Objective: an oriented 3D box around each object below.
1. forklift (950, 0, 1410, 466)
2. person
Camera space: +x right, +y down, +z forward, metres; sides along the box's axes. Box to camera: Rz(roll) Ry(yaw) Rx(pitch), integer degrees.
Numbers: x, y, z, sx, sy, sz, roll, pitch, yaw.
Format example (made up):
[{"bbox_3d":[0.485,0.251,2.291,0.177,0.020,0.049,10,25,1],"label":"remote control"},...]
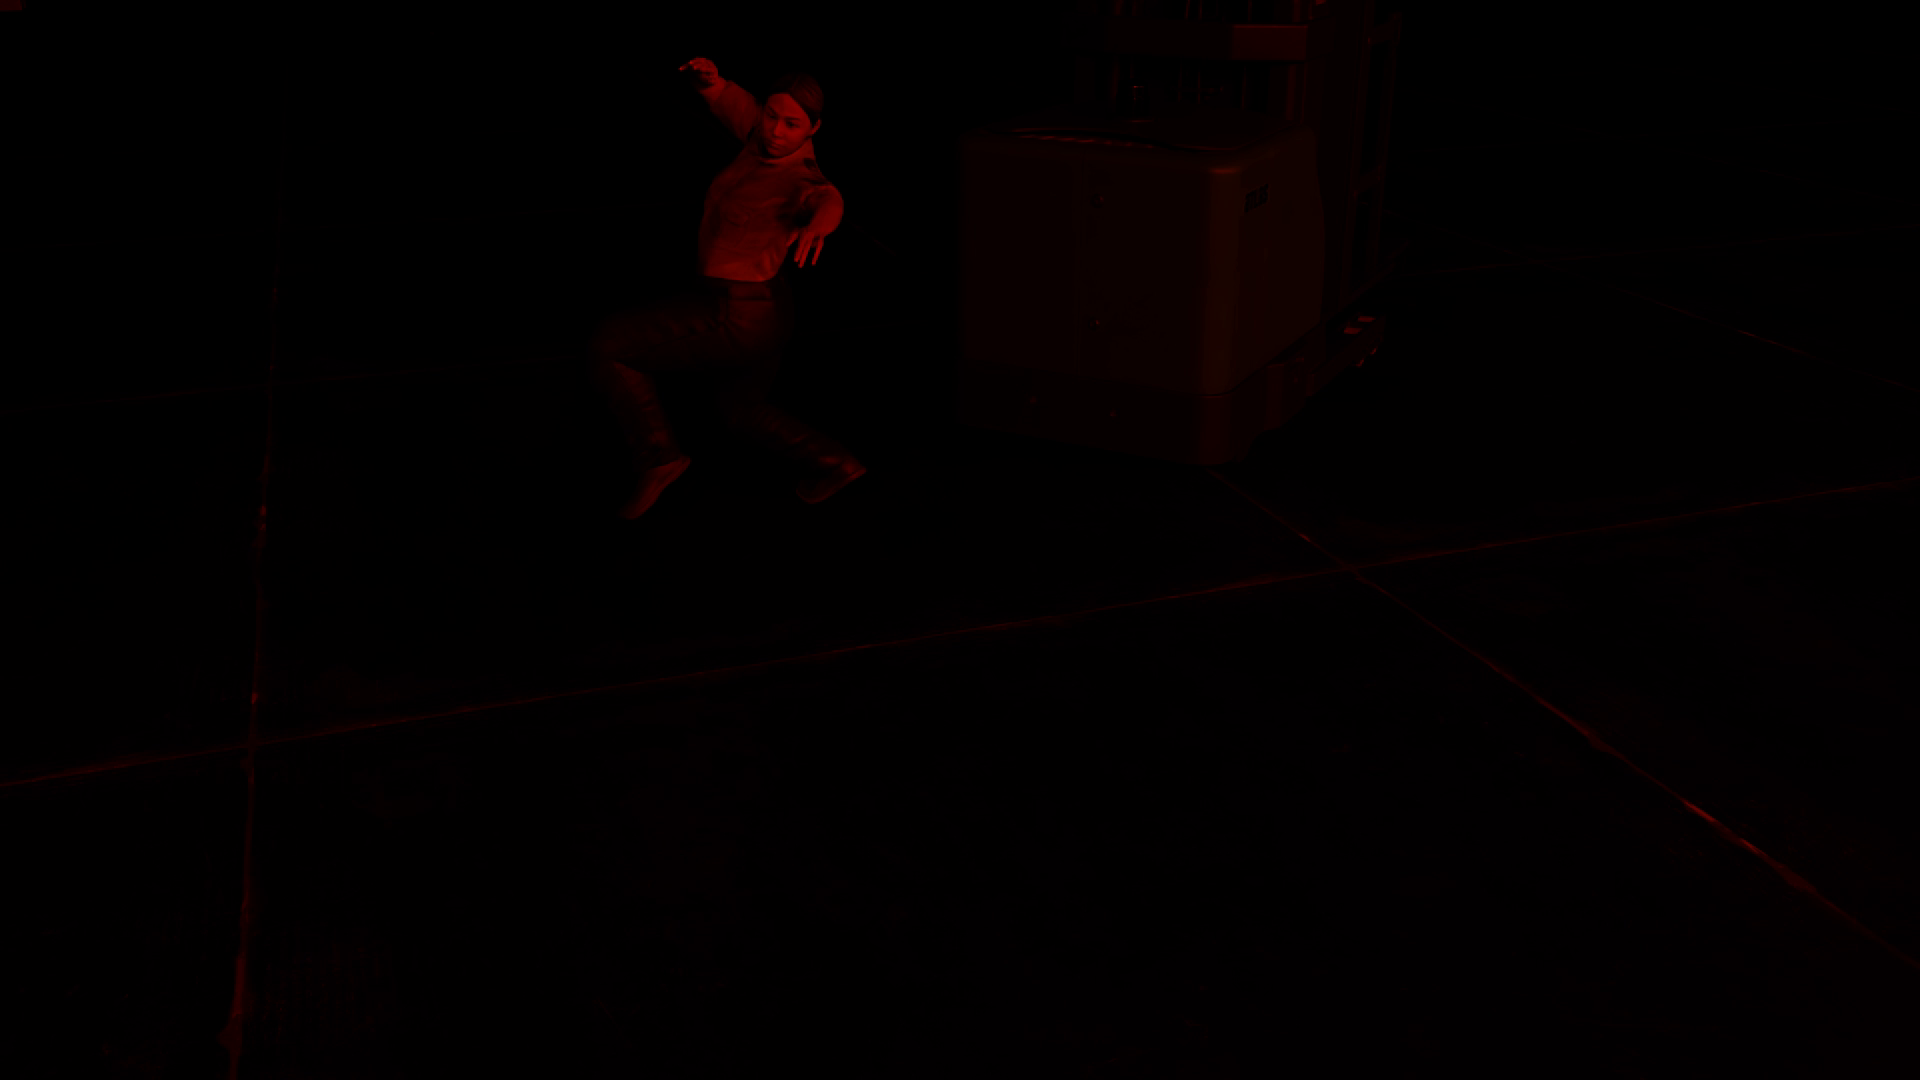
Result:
[{"bbox_3d":[1.113,-2.125,6.352,1.130,2.935,3.031,12,26,26],"label":"forklift"},{"bbox_3d":[-0.728,-0.658,4.862,0.858,1.446,1.003,1,23,2],"label":"person"}]
